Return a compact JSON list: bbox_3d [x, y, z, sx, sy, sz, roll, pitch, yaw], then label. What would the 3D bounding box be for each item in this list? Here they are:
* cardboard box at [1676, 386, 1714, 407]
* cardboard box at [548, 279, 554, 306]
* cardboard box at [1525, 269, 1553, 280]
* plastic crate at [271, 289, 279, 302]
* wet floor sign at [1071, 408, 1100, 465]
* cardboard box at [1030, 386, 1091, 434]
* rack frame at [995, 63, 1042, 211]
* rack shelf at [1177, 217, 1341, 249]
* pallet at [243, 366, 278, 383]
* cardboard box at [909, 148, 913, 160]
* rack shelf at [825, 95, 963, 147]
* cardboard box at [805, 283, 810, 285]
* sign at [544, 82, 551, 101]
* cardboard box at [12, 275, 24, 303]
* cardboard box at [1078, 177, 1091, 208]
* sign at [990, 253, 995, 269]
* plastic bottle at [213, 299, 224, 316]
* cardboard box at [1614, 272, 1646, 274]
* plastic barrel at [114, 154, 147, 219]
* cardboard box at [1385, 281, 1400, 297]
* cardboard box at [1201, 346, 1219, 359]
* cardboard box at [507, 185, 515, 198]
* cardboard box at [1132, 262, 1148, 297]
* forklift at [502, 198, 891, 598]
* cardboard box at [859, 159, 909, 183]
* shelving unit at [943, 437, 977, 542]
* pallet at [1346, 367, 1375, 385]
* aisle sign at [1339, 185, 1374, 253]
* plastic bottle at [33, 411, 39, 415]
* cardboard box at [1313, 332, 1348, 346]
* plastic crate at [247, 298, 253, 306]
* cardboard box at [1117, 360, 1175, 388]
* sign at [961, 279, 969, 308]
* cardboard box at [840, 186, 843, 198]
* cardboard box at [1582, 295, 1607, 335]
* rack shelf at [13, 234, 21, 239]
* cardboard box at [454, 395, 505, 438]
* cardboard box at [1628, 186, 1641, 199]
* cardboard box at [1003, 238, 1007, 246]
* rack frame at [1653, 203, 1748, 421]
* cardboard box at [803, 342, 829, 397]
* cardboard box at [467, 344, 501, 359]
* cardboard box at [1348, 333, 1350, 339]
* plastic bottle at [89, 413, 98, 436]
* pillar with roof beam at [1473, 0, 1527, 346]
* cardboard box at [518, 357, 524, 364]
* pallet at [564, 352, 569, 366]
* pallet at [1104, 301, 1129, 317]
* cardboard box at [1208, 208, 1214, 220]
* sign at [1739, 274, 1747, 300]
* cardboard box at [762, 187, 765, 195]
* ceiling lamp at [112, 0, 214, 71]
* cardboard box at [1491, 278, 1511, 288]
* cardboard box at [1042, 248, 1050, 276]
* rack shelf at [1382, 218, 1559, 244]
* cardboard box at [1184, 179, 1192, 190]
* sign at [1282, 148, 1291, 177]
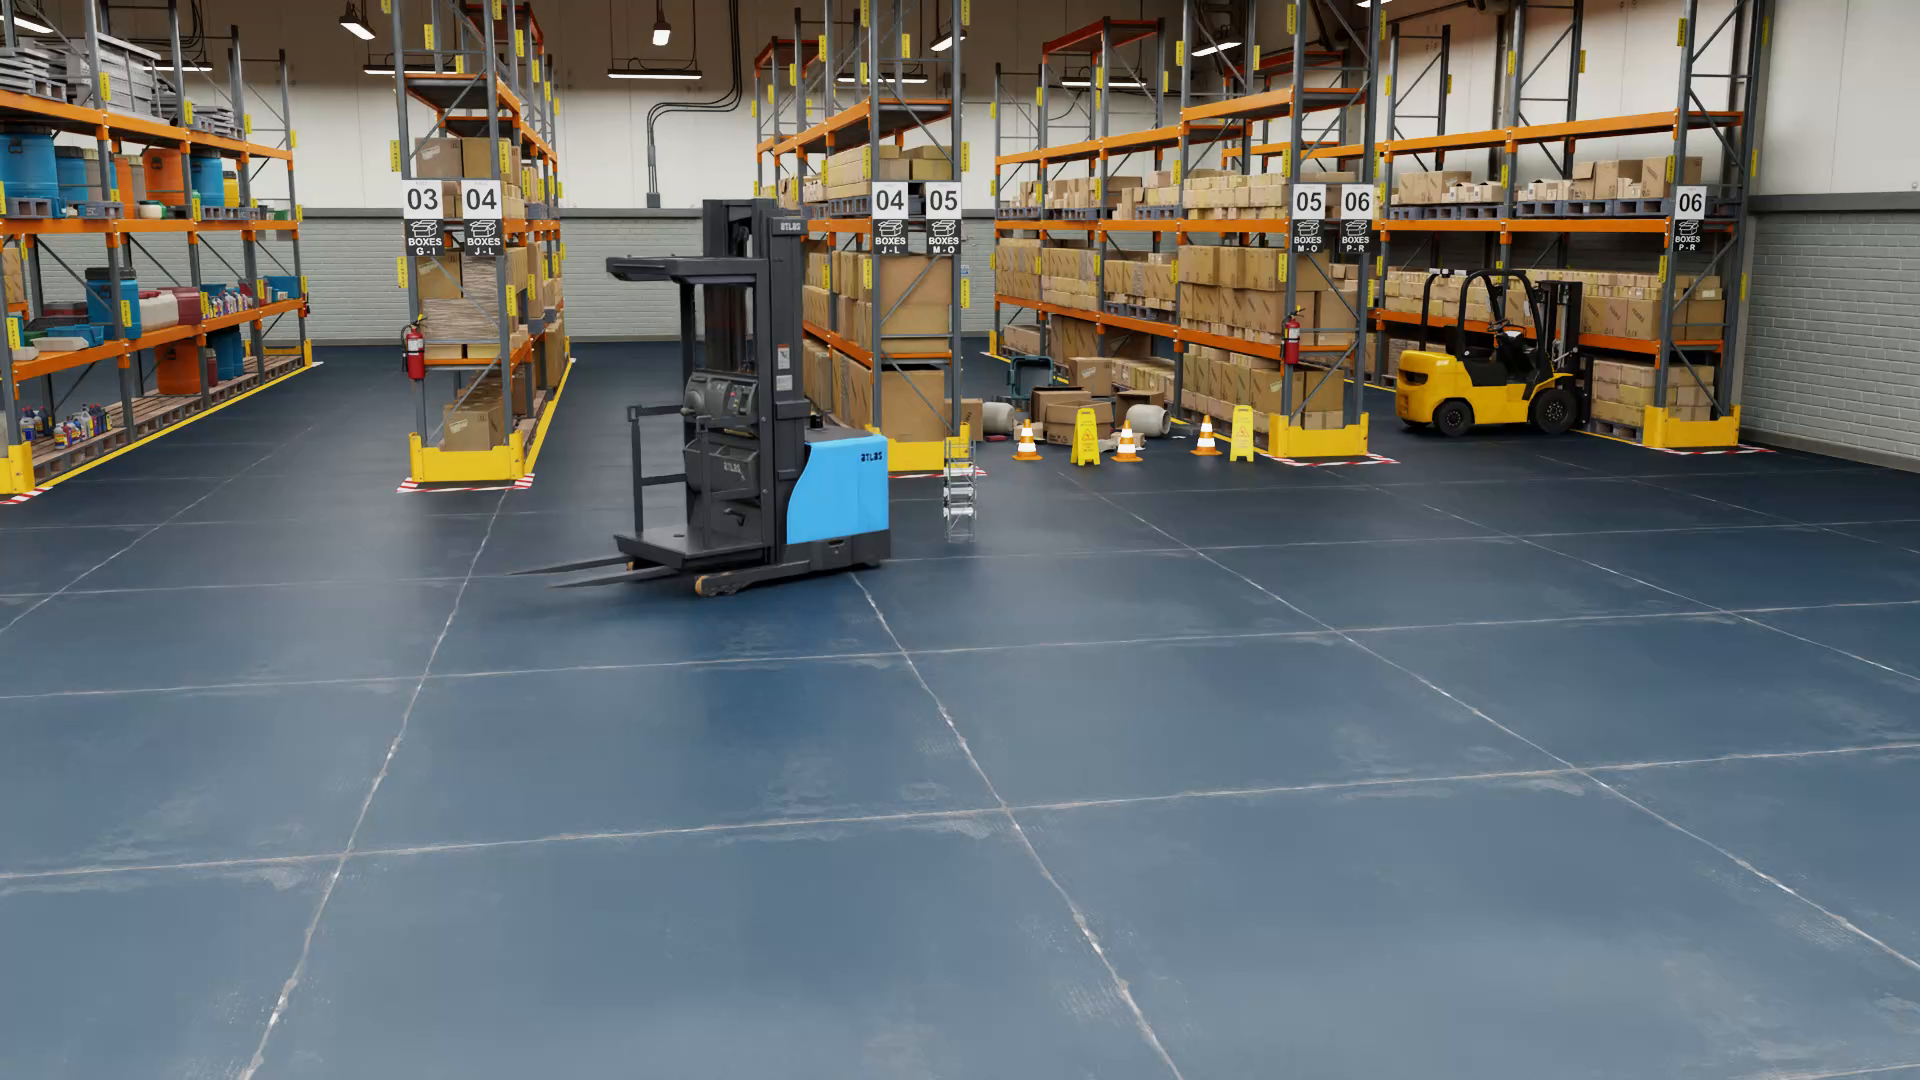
[{"bbox_3d":[9.327,-1.873,21.409,0.500,0.250,0.500,-2,11,-10],"label":"cardboard box"},{"bbox_3d":[-7.260,-4.220,28.577,0.500,0.500,0.500,-2,11,-9],"label":"cardboard box"},{"bbox_3d":[8.364,-3.812,23.906,0.380,0.149,0.250,-2,11,-10],"label":"cardboard box"},{"bbox_3d":[-12.694,-4.471,30.451,0.416,0.233,0.300,-2,11,-11],"label":"plastic crate"},{"bbox_3d":[1.458,-1.209,19.320,0.267,0.644,0.232,-4,12,-21],"label":"wet floor sign"},{"bbox_3d":[1.331,-1.739,22.122,0.797,0.637,0.503,-2,11,-11],"label":"cardboard box"},{"bbox_3d":[1.234,-8.379,34.650,1.000,3.000,0.127,-2,11,-11],"label":"rack frame"},{"bbox_3d":[3.957,-3.984,21.507,1.077,0.370,4.000,-2,11,-11],"label":"rack shelf"},{"bbox_3d":[-12.748,-2.921,29.478,1.003,0.211,1.213,-2,11,-11],"label":"pallet"},{"bbox_3d":[-0.389,-4.508,19.484,0.380,0.149,0.250,-2,11,-10],"label":"cardboard box"},{"bbox_3d":[-0.879,-5.062,20.221,1.077,0.370,4.000,-2,11,-11],"label":"rack shelf"},{"bbox_3d":[-2.588,-4.069,26.804,0.380,0.149,0.250,-2,11,-10],"label":"cardboard box"},{"bbox_3d":[-7.179,-7.804,28.922,0.100,0.325,0.005,-2,11,-11],"label":"sign"},{"bbox_3d":[-17.850,-4.688,31.039,0.500,0.500,0.500,-2,11,-9],"label":"cardboard box"},{"bbox_3d":[2.411,-5.868,28.090,0.700,0.500,0.500,-3,11,-14],"label":"cardboard box"},{"bbox_3d":[0.689,-5.877,35.022,0.100,0.325,0.005,-2,11,-11],"label":"sign"},{"bbox_3d":[-11.826,-3.708,26.489,0.152,0.276,0.135,-2,11,-11],"label":"plastic bottle"},{"bbox_3d":[9.086,-3.546,22.507,0.380,0.149,0.250,-2,11,-11],"label":"cardboard box"},{"bbox_3d":[-11.842,-4.985,23.502,0.600,0.901,0.600,0,11,0],"label":"plastic barrel"},{"bbox_3d":[7.481,-4.226,27.942,0.500,0.250,0.500,-2,11,-11],"label":"cardboard box"},{"bbox_3d":[3.485,-2.536,22.488,0.380,0.149,0.250,-2,11,-9],"label":"cardboard box"},{"bbox_3d":[-5.544,-4.175,19.923,0.380,0.149,0.250,-2,11,-8],"label":"cardboard box"},{"bbox_3d":[2.959,-3.990,25.453,0.500,0.500,0.500,-3,11,-13],"label":"cardboard box"},{"bbox_3d":[-2.009,-1.118,12.729,3.031,2.935,1.130,-9,14,-40],"label":"forklift"},{"bbox_3d":[-0.859,-4.179,18.825,0.500,0.250,0.500,-2,11,-10],"label":"cardboard box"},{"bbox_3d":[-0.002,-0.444,14.620,0.258,0.900,0.210,-2,11,-11],"label":"shelving unit"},{"bbox_3d":[7.550,-2.914,29.441,1.003,0.211,1.213,-2,11,-11],"label":"pallet"},{"bbox_3d":[4.662,-3.774,19.549,0.394,0.787,0.004,-2,11,-11],"label":"aisle sign"},{"bbox_3d":[-11.289,-1.436,20.324,0.152,0.276,0.135,-2,11,-9],"label":"plastic bottle"},{"bbox_3d":[4.483,-2.443,20.183,0.380,0.149,0.250,-2,11,-11],"label":"cardboard box"},{"bbox_3d":[-12.517,-4.148,29.011,0.396,0.136,0.243,-2,11,-11],"label":"plastic crate"},{"bbox_3d":[3.042,-2.641,26.452,0.950,0.372,0.625,-2,11,-12],"label":"cardboard box"},{"bbox_3d":[0.056,-2.782,18.762,0.100,0.325,0.005,-2,11,-11],"label":"sign"},{"bbox_3d":[-1.281,-4.325,20.656,0.380,0.149,0.250,-2,11,-11],"label":"cardboard box"},{"bbox_3d":[8.669,-2.997,22.155,0.500,0.500,0.500,-2,11,-12],"label":"cardboard box"},{"bbox_3d":[-17.815,-5.465,29.288,1.077,0.370,4.000,-2,11,-11],"label":"rack shelf"},{"bbox_3d":[-5.733,-1.454,19.875,0.500,0.500,0.500,-1,11,-6],"label":"cardboard box"},{"bbox_3d":[8.755,-4.425,21.180,0.380,0.149,0.250,-2,11,-13],"label":"cardboard box"},{"bbox_3d":[1.091,-6.118,34.141,0.380,0.149,0.250,-2,11,-9],"label":"cardboard box"},{"bbox_3d":[9.214,-2.678,20.745,1.000,3.000,0.127,-2,11,-11],"label":"rack frame"},{"bbox_3d":[-1.842,-2.592,25.184,1.050,0.750,0.750,-2,11,-10],"label":"cardboard box"},{"bbox_3d":[-5.196,-2.074,18.243,0.380,0.149,0.250,-2,11,-11],"label":"cardboard box"},{"bbox_3d":[7.167,-3.718,30.038,0.380,0.149,0.250,-2,11,-12],"label":"cardboard box"},{"bbox_3d":[-10.493,-1.401,20.121,0.061,0.283,0.133,-1,11,-7],"label":"plastic bottle"},{"bbox_3d":[4.573,-6.730,25.986,9.100,9.000,0.548,-2,11,-11],"label":"pillar with roof beam"},{"bbox_3d":[-6.658,-2.742,24.582,0.500,0.250,0.500,-1,11,-5],"label":"cardboard box"},{"bbox_3d":[-8.254,-3.557,32.822,1.003,0.211,1.213,-2,11,-11],"label":"pallet"},{"bbox_3d":[3.033,-3.743,26.853,1.213,0.211,1.003,-2,11,-11],"label":"pallet"},{"bbox_3d":[3.551,-4.376,22.314,0.380,0.149,0.250,-2,11,-9],"label":"cardboard box"},{"bbox_3d":[9.760,-3.161,20.757,0.100,0.325,0.005,-2,11,-11],"label":"sign"},{"bbox_3d":[-3.702,-6.862,32.703,0.380,0.149,0.250,-2,11,-10],"label":"cardboard box"},{"bbox_3d":[-16.272,-11.109,33.382,2.000,3.185,0.800,-2,11,-11],"label":"ceiling lamp"},{"bbox_3d":[8.152,-3.834,24.816,0.380,0.149,0.250,-2,11,-9],"label":"cardboard box"},{"bbox_3d":[1.816,-5.147,30.775,0.500,0.500,0.500,-2,11,-10],"label":"cardboard box"},{"bbox_3d":[8.047,-4.899,26.313,1.077,0.370,4.000,-2,11,-11],"label":"rack shelf"},{"bbox_3d":[3.309,-4.903,22.950,0.380,0.149,0.250,-2,11,-12],"label":"cardboard box"},{"bbox_3d":[3.798,-4.389,19.343,0.100,0.325,0.005,-2,11,-11],"label":"sign"}]
